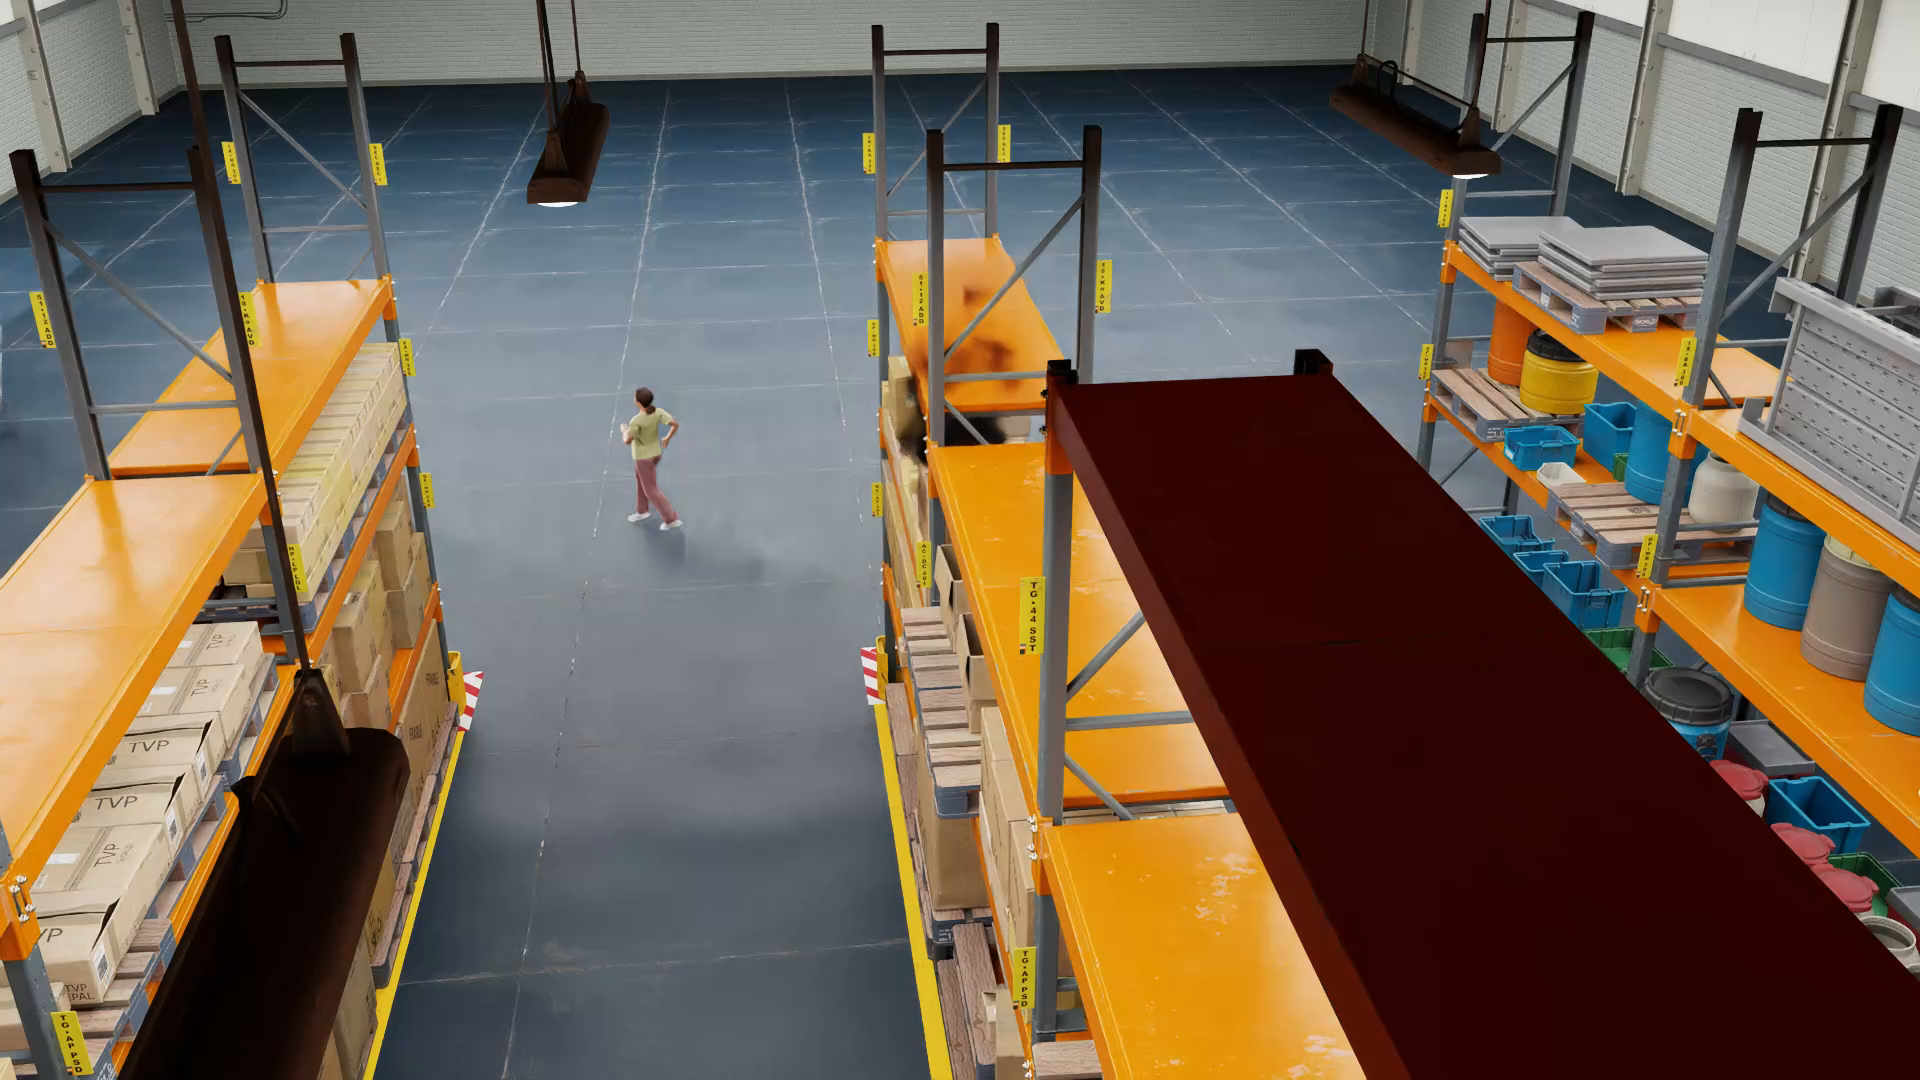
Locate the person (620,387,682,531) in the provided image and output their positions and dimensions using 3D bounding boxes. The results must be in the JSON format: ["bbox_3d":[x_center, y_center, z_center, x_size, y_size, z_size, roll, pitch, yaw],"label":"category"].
[{"bbox_3d":[-3.443,-0.882,18.384,0.872,1.702,0.560,14,29,27],"label":"person"}]
